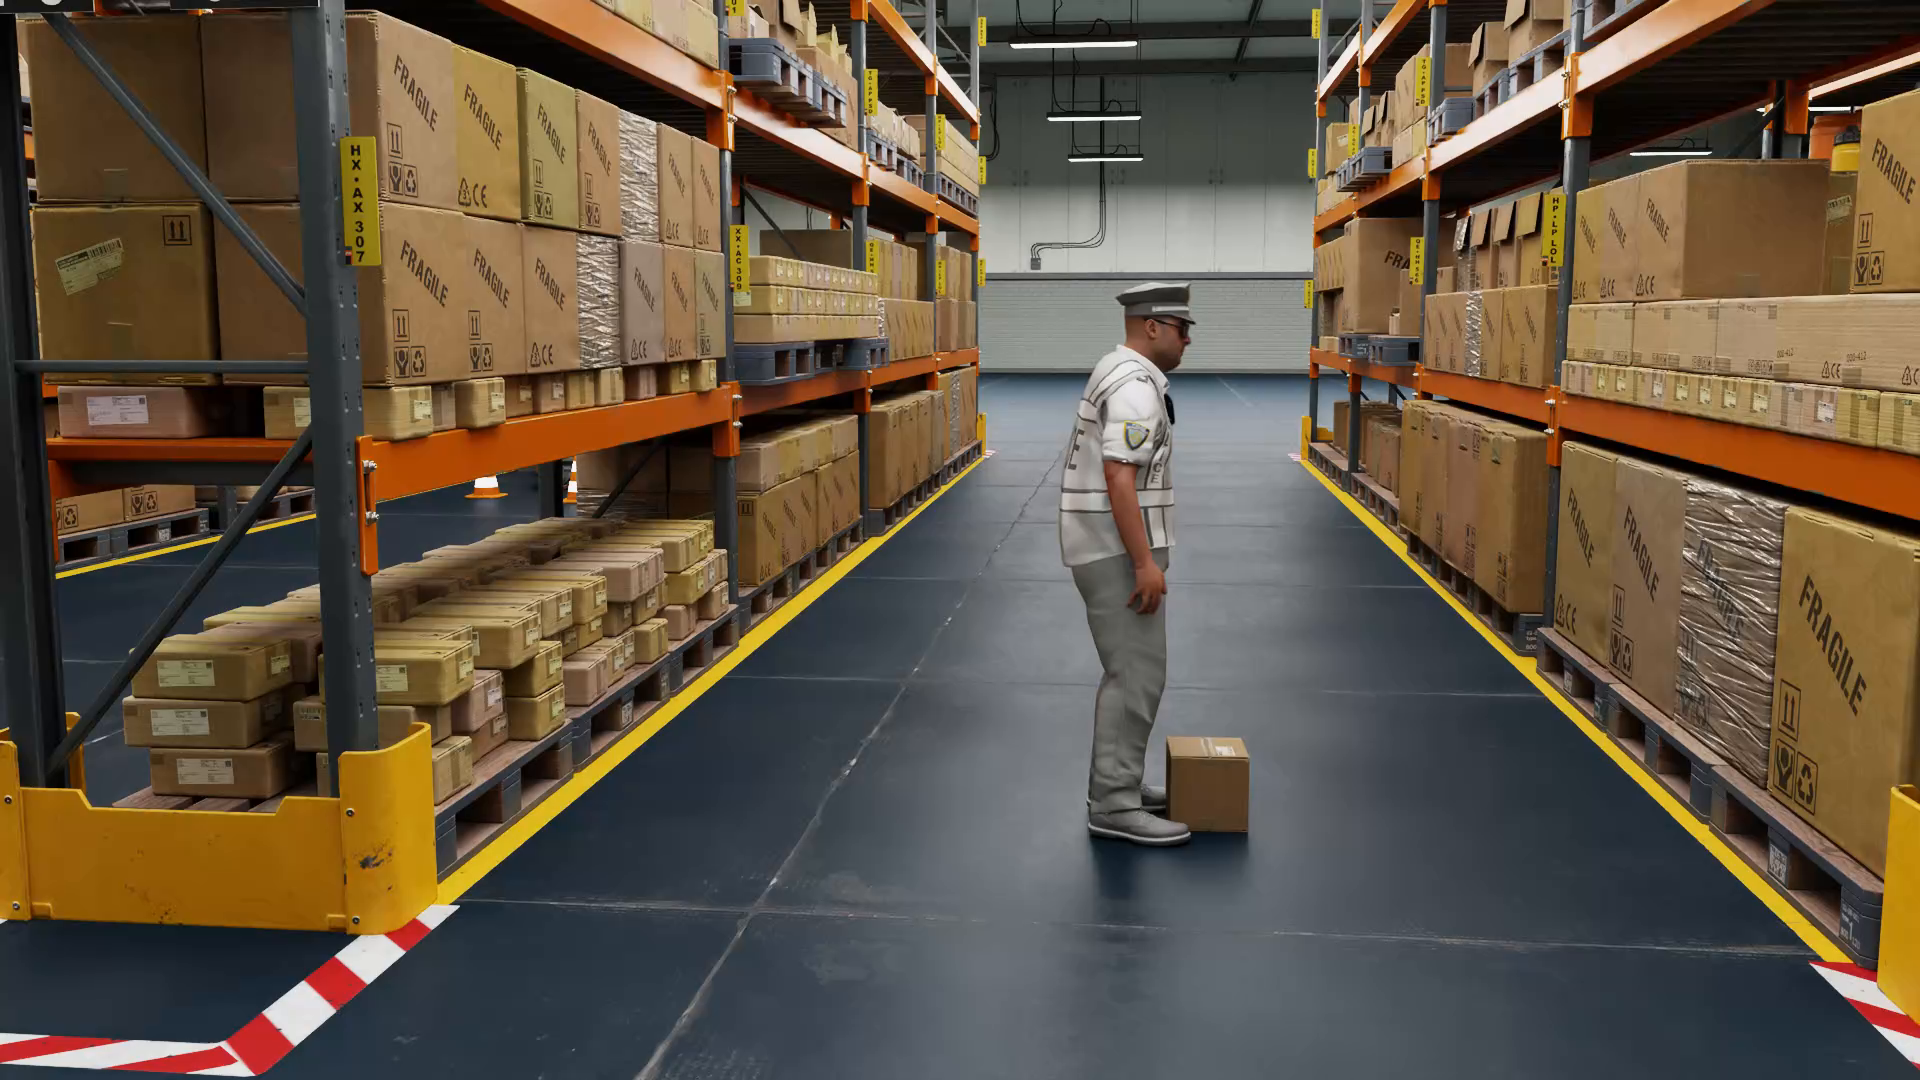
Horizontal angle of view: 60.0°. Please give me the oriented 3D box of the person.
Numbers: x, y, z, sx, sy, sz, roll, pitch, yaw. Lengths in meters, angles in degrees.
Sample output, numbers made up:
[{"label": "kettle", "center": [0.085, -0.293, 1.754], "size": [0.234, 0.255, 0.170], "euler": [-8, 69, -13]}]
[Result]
[{"label": "person", "center": [0.536, 0.052, 5.368], "size": [0.434, 1.748, 0.594], "euler": [1, 8, 5]}]
